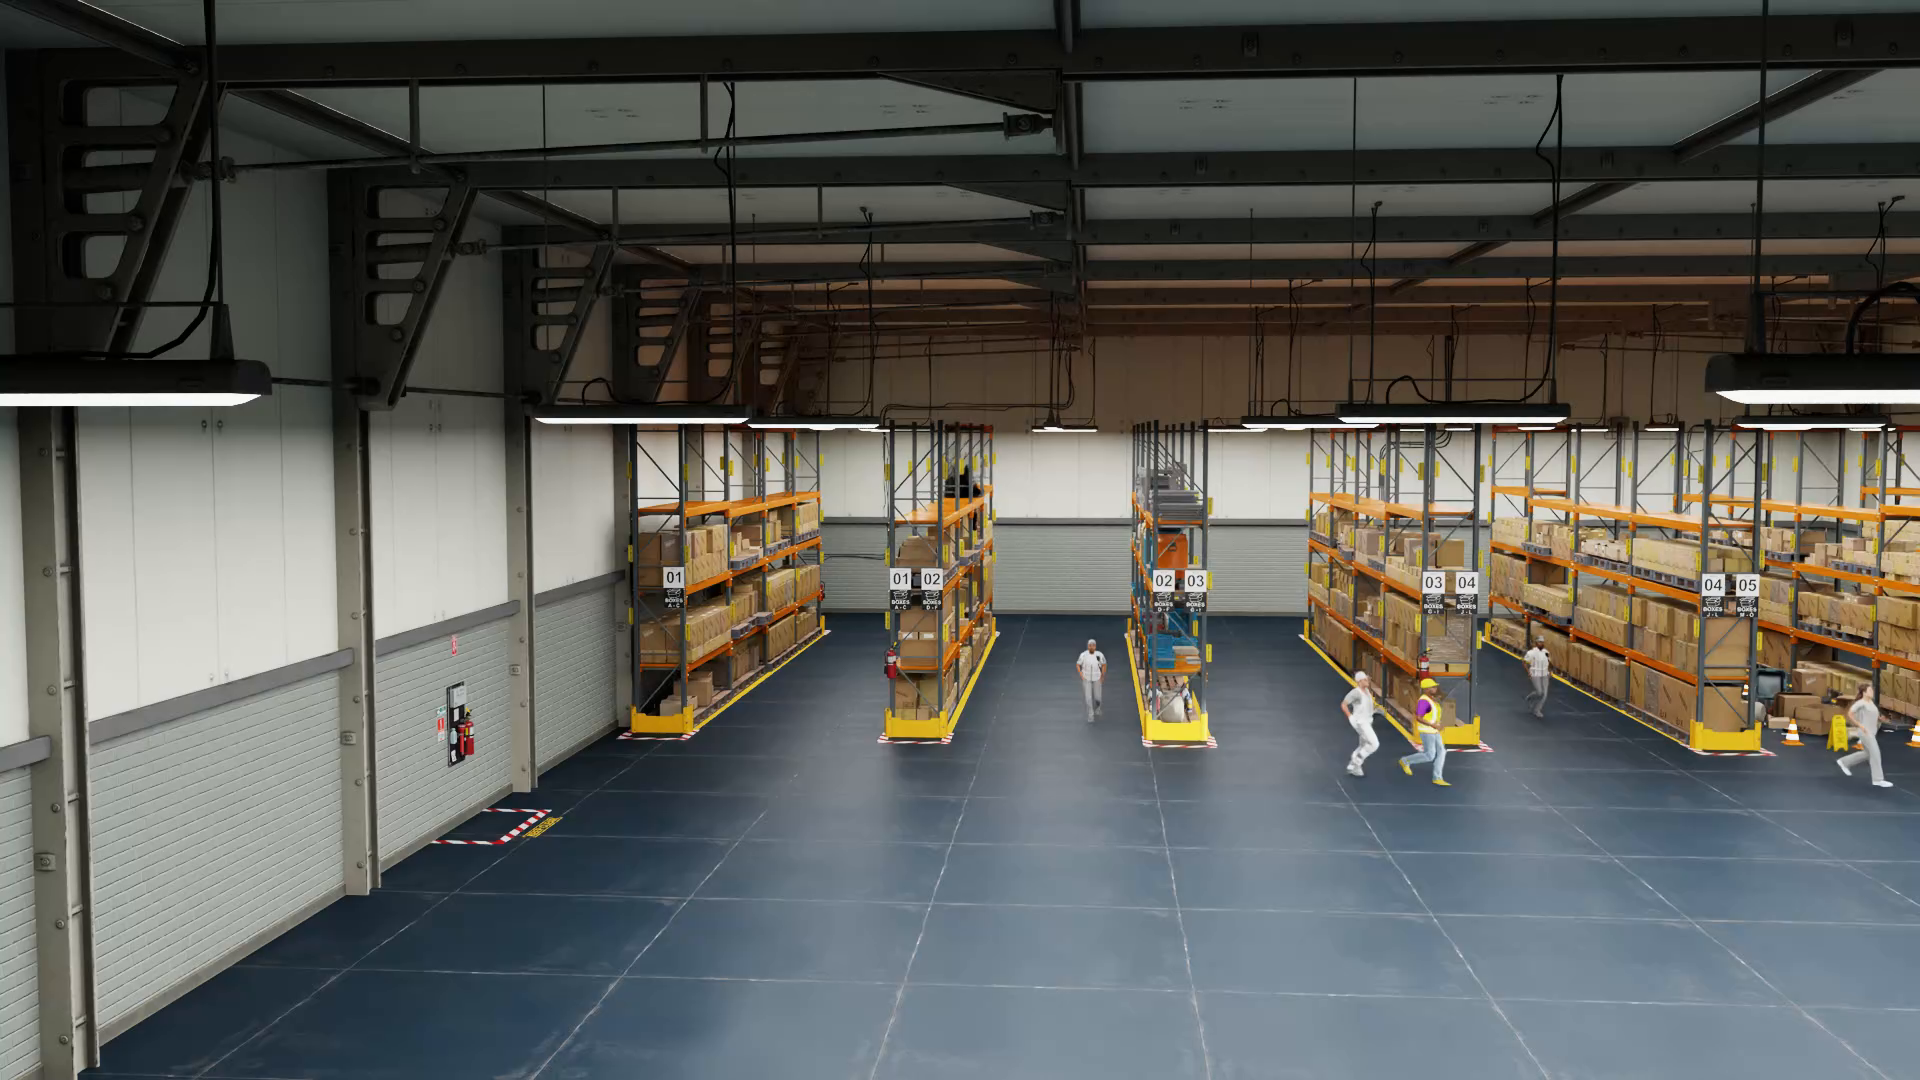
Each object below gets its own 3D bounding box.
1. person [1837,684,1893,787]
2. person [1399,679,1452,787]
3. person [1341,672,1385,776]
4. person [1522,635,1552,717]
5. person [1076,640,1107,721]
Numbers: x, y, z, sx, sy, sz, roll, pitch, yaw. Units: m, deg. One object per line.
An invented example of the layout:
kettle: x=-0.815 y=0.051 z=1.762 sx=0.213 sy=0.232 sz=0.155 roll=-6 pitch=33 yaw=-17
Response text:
person: x=14.805 y=3.167 z=27.200 sx=0.575 sy=1.637 sz=0.918 roll=-3 pitch=5 yaw=-39
person: x=7.636 y=3.138 z=27.214 sx=0.850 sy=1.758 sz=0.699 roll=2 pitch=4 yaw=32
person: x=6.764 y=3.073 z=27.754 sx=0.640 sy=1.746 sz=0.653 roll=2 pitch=4 yaw=34
person: x=11.784 y=2.761 z=33.821 sx=0.578 sy=1.658 sz=0.557 roll=-1 pitch=4 yaw=-8
person: x=2.627 y=2.806 z=33.330 sx=0.619 sy=1.635 sz=0.510 roll=0 pitch=4 yaw=6
